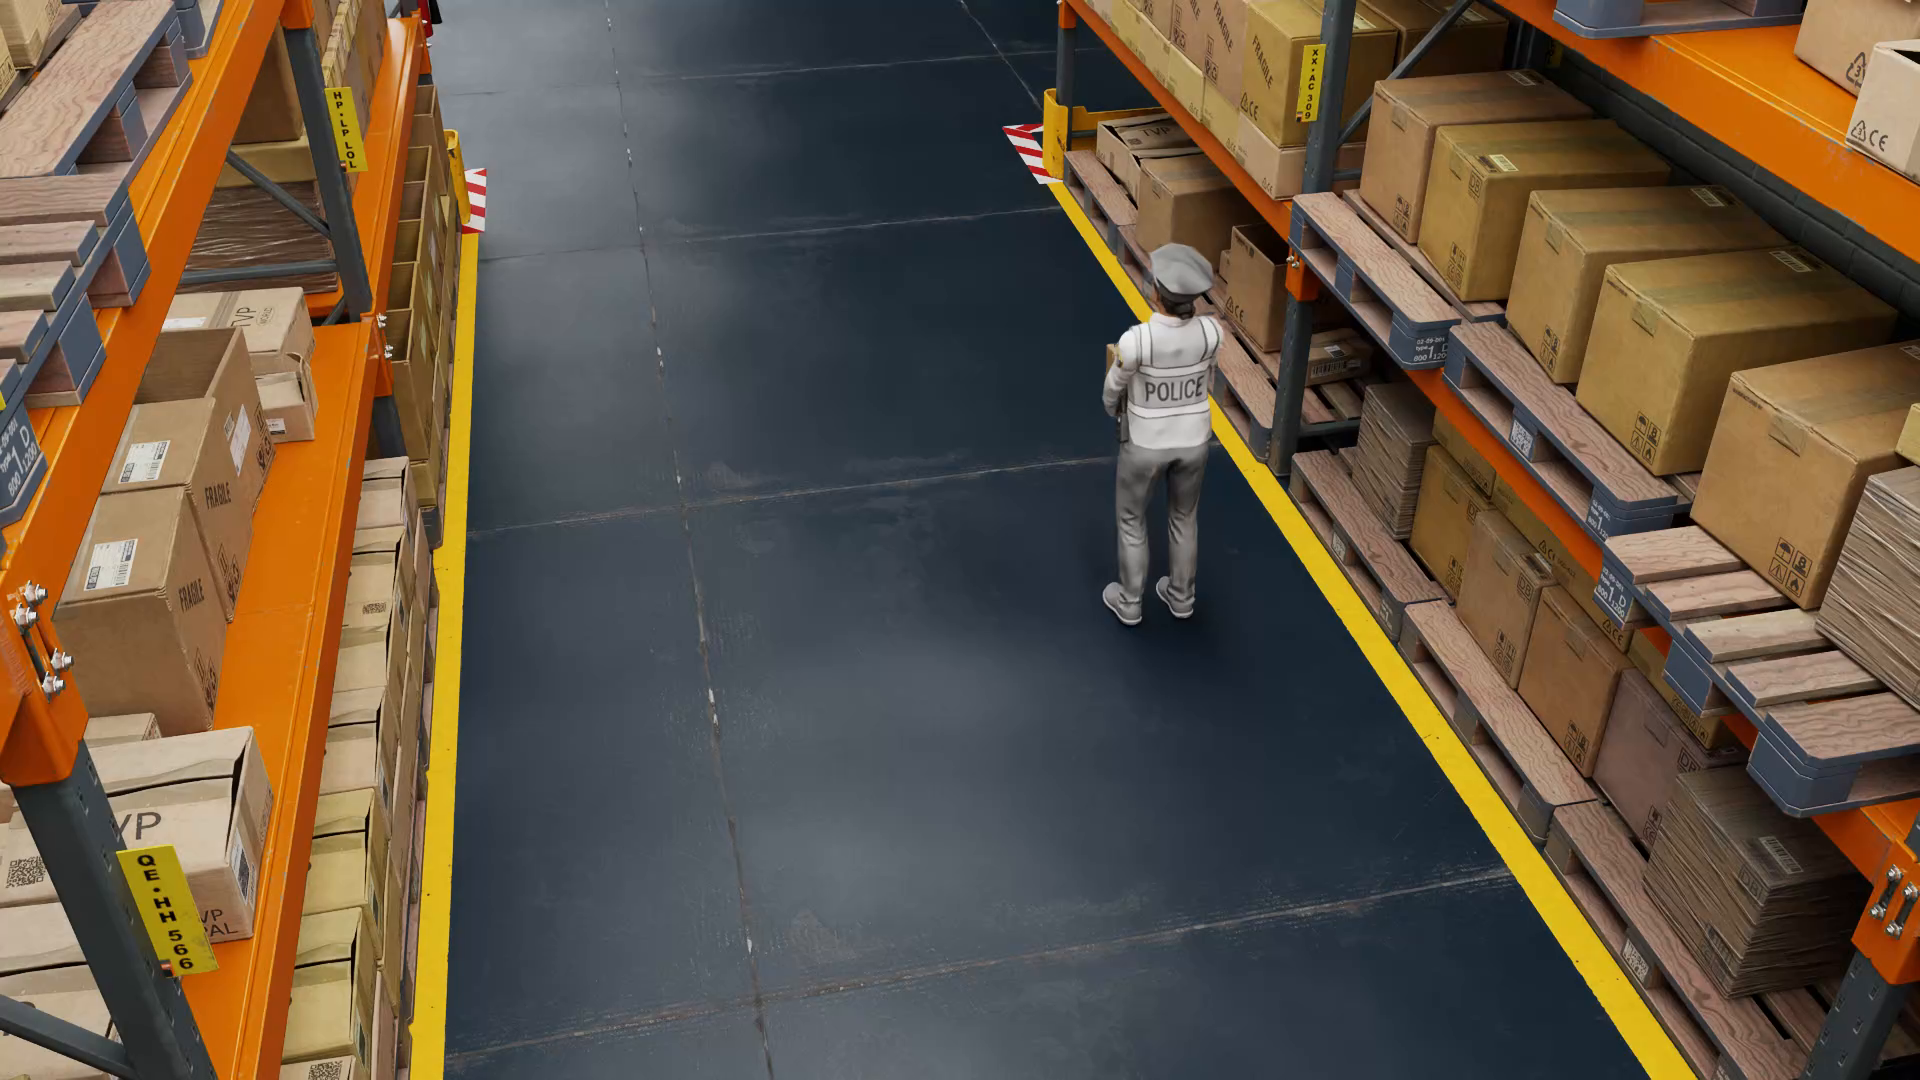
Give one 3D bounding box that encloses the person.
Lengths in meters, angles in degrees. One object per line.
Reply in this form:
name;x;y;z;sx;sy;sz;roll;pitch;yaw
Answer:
person;0.797;-0.445;6.772;0.434;1.691;0.515;-8;35;-11
